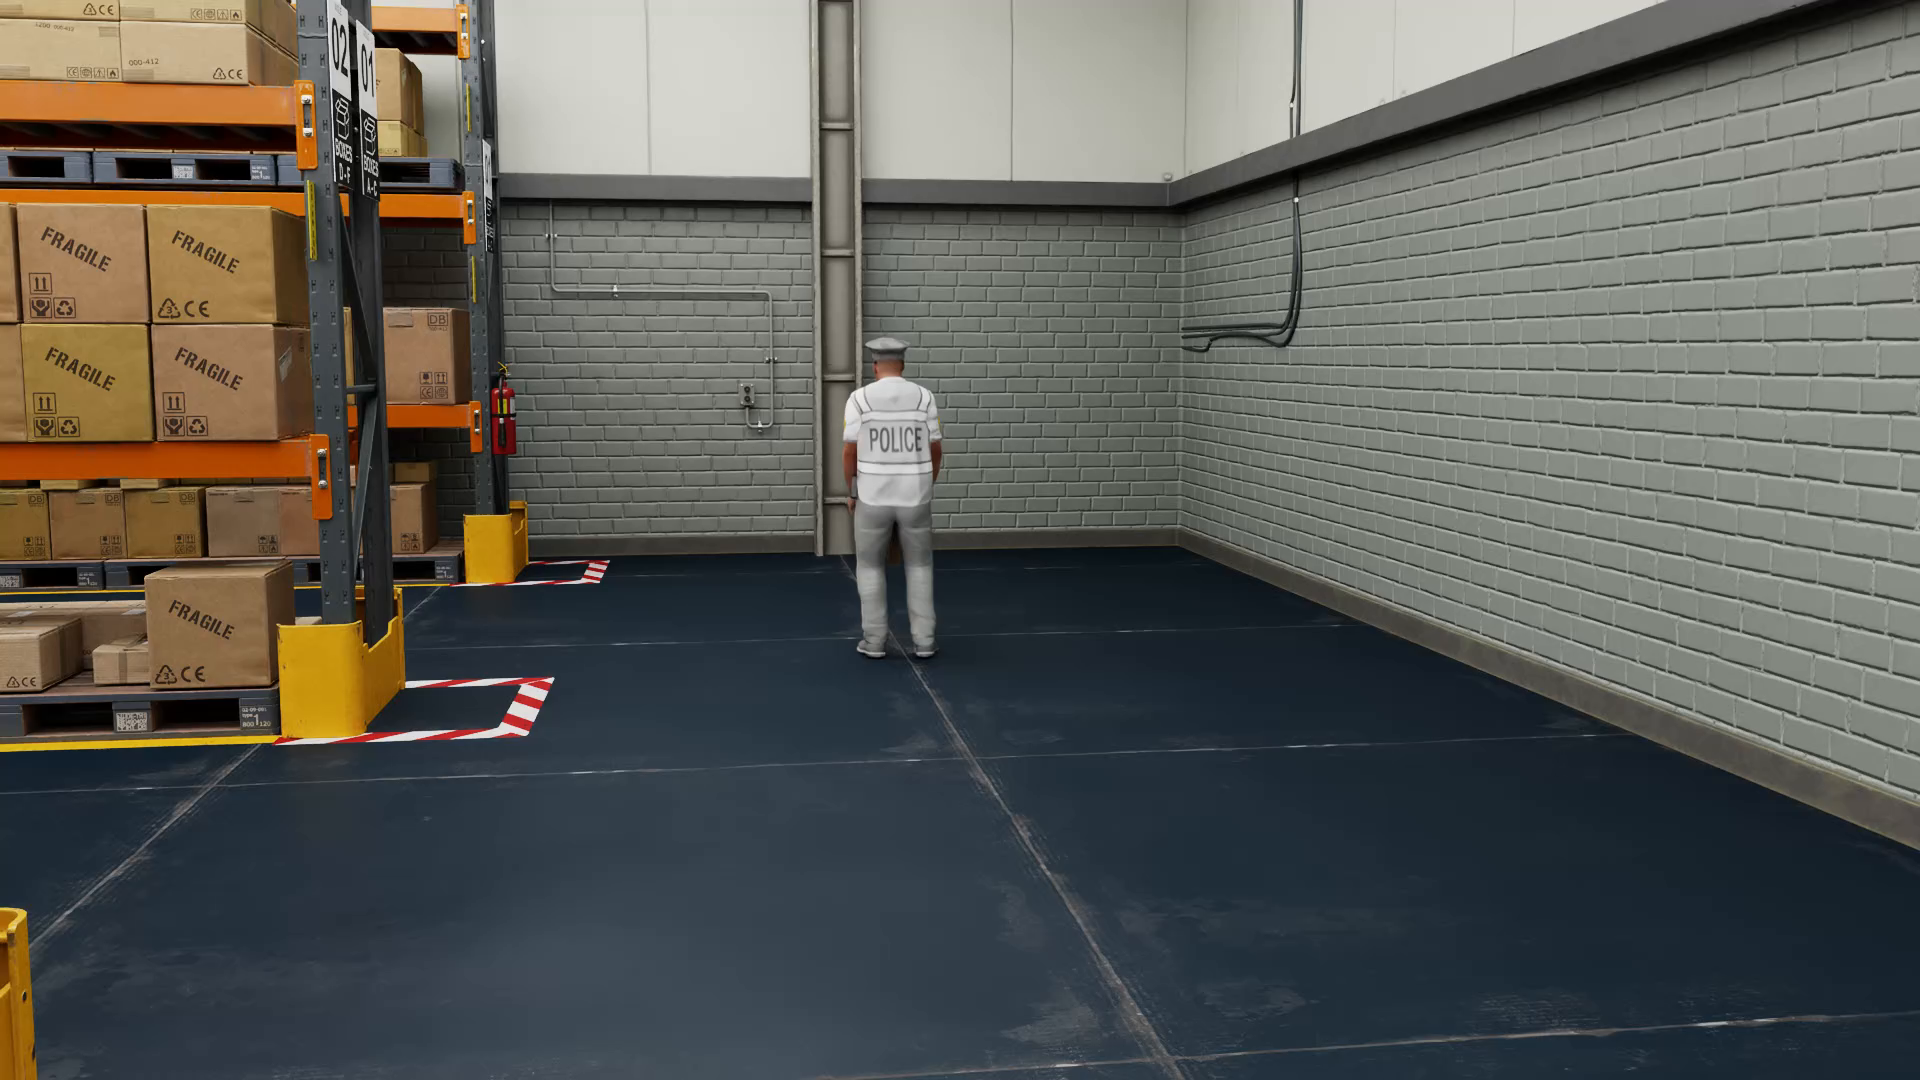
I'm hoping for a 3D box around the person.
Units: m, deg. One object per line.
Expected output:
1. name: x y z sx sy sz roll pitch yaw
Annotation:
1. person: -0.374 -0.229 9.158 0.554 1.759 0.472 -1 7 -10
